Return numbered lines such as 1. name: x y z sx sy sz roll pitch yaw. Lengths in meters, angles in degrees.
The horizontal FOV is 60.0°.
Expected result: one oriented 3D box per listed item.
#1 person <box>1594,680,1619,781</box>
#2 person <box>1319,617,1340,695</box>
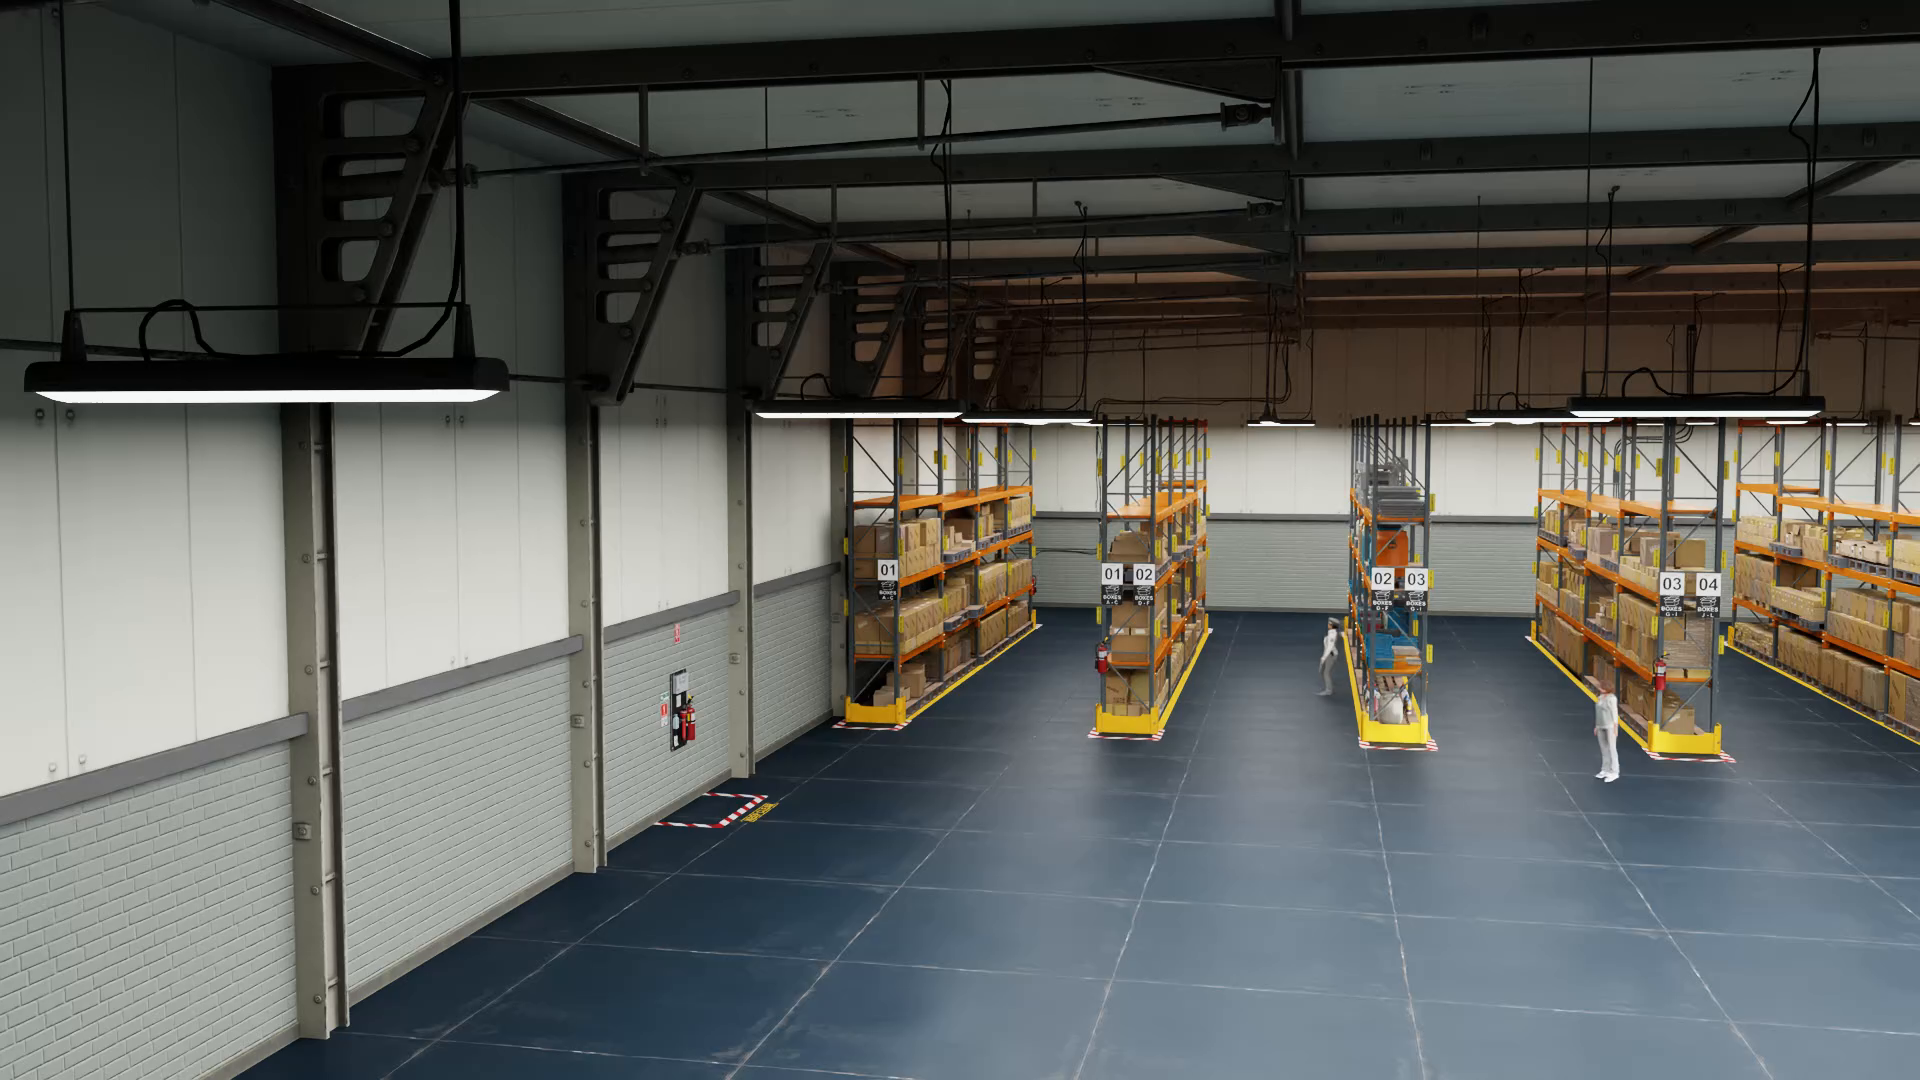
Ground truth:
1. person: 10.585 3.109 27.253 0.372 1.614 0.487 -2 4 -26
2. person: 7.950 2.523 35.847 0.455 1.720 0.546 0 4 -3
